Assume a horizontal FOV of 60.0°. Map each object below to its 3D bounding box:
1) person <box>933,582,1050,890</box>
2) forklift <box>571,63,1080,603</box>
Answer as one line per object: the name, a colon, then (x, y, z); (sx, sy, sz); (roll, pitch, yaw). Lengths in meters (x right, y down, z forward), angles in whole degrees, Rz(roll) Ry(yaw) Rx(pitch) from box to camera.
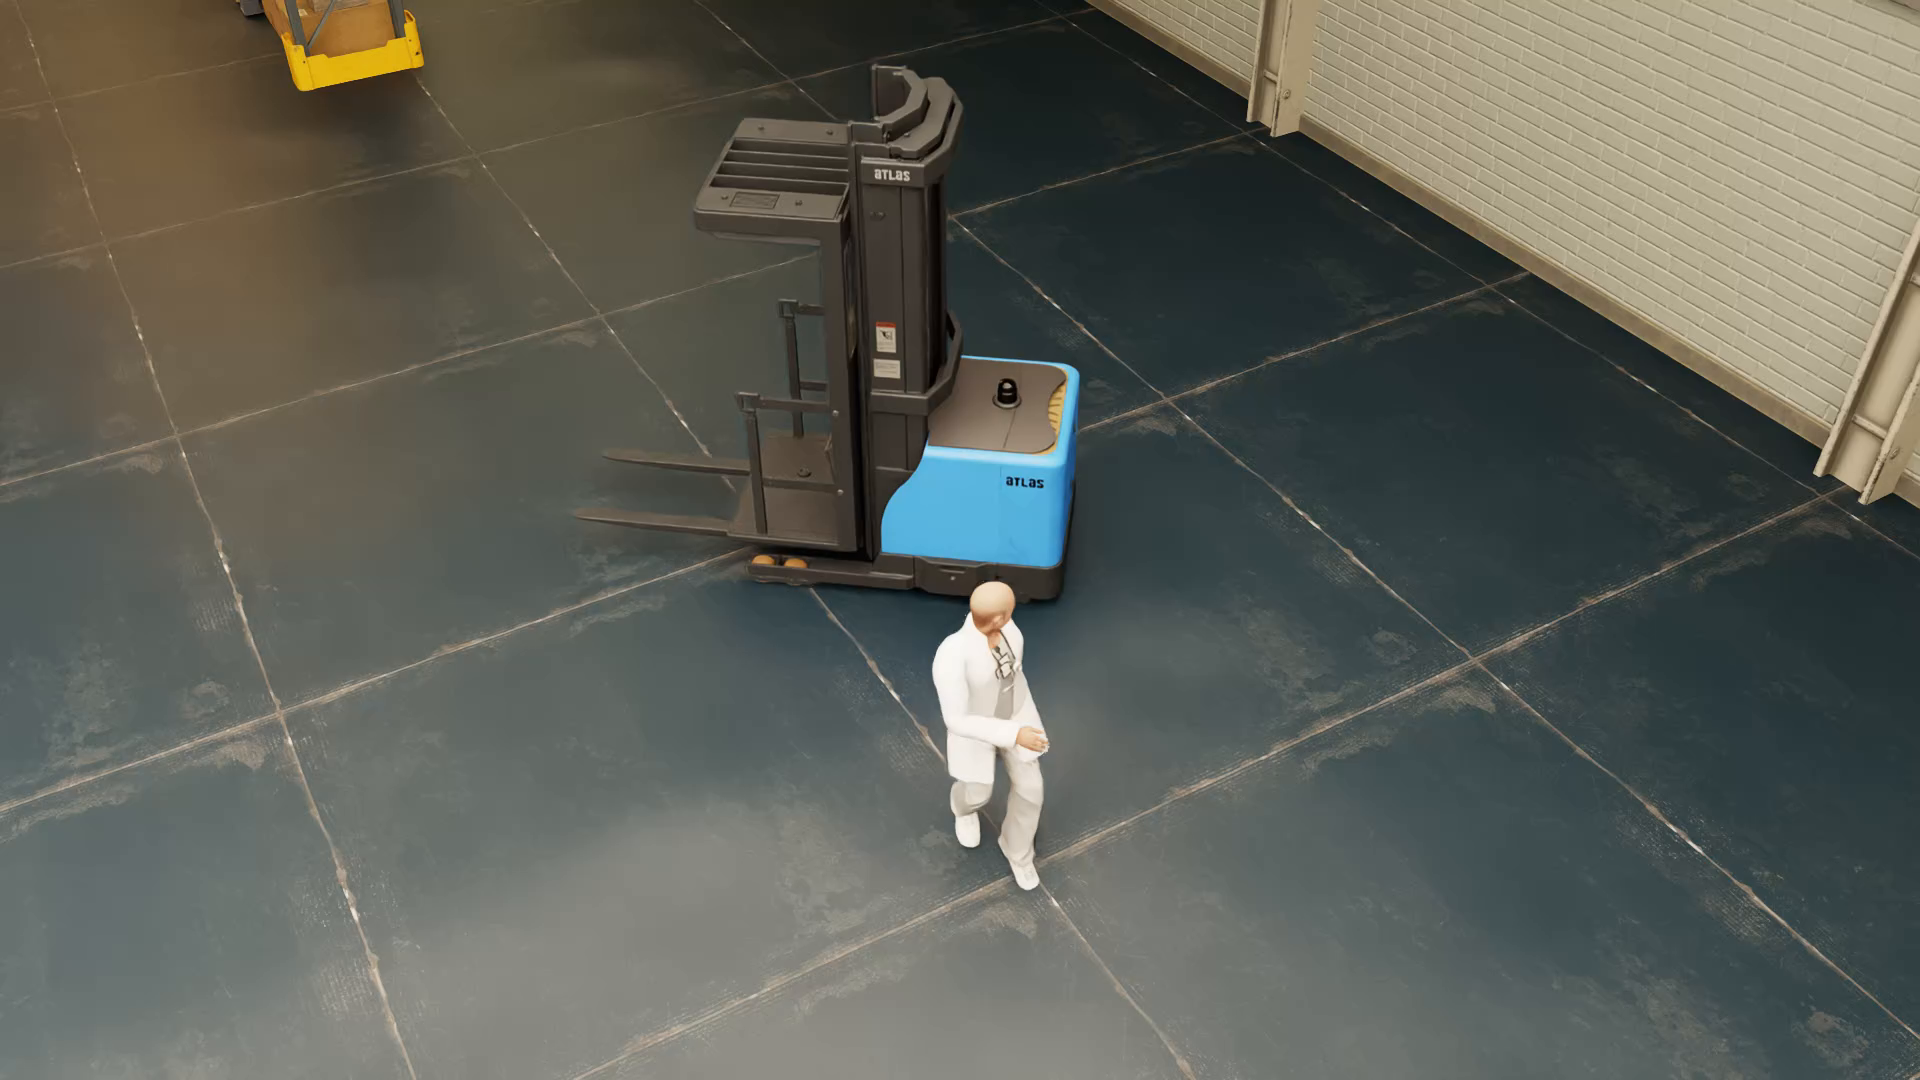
person: (0.142, 0.878, 7.986); (0.655, 1.781, 0.892); (-20, 44, -22)
forklift: (-0.834, -1.182, 9.461); (3.031, 2.935, 1.130); (5, 40, 6)
